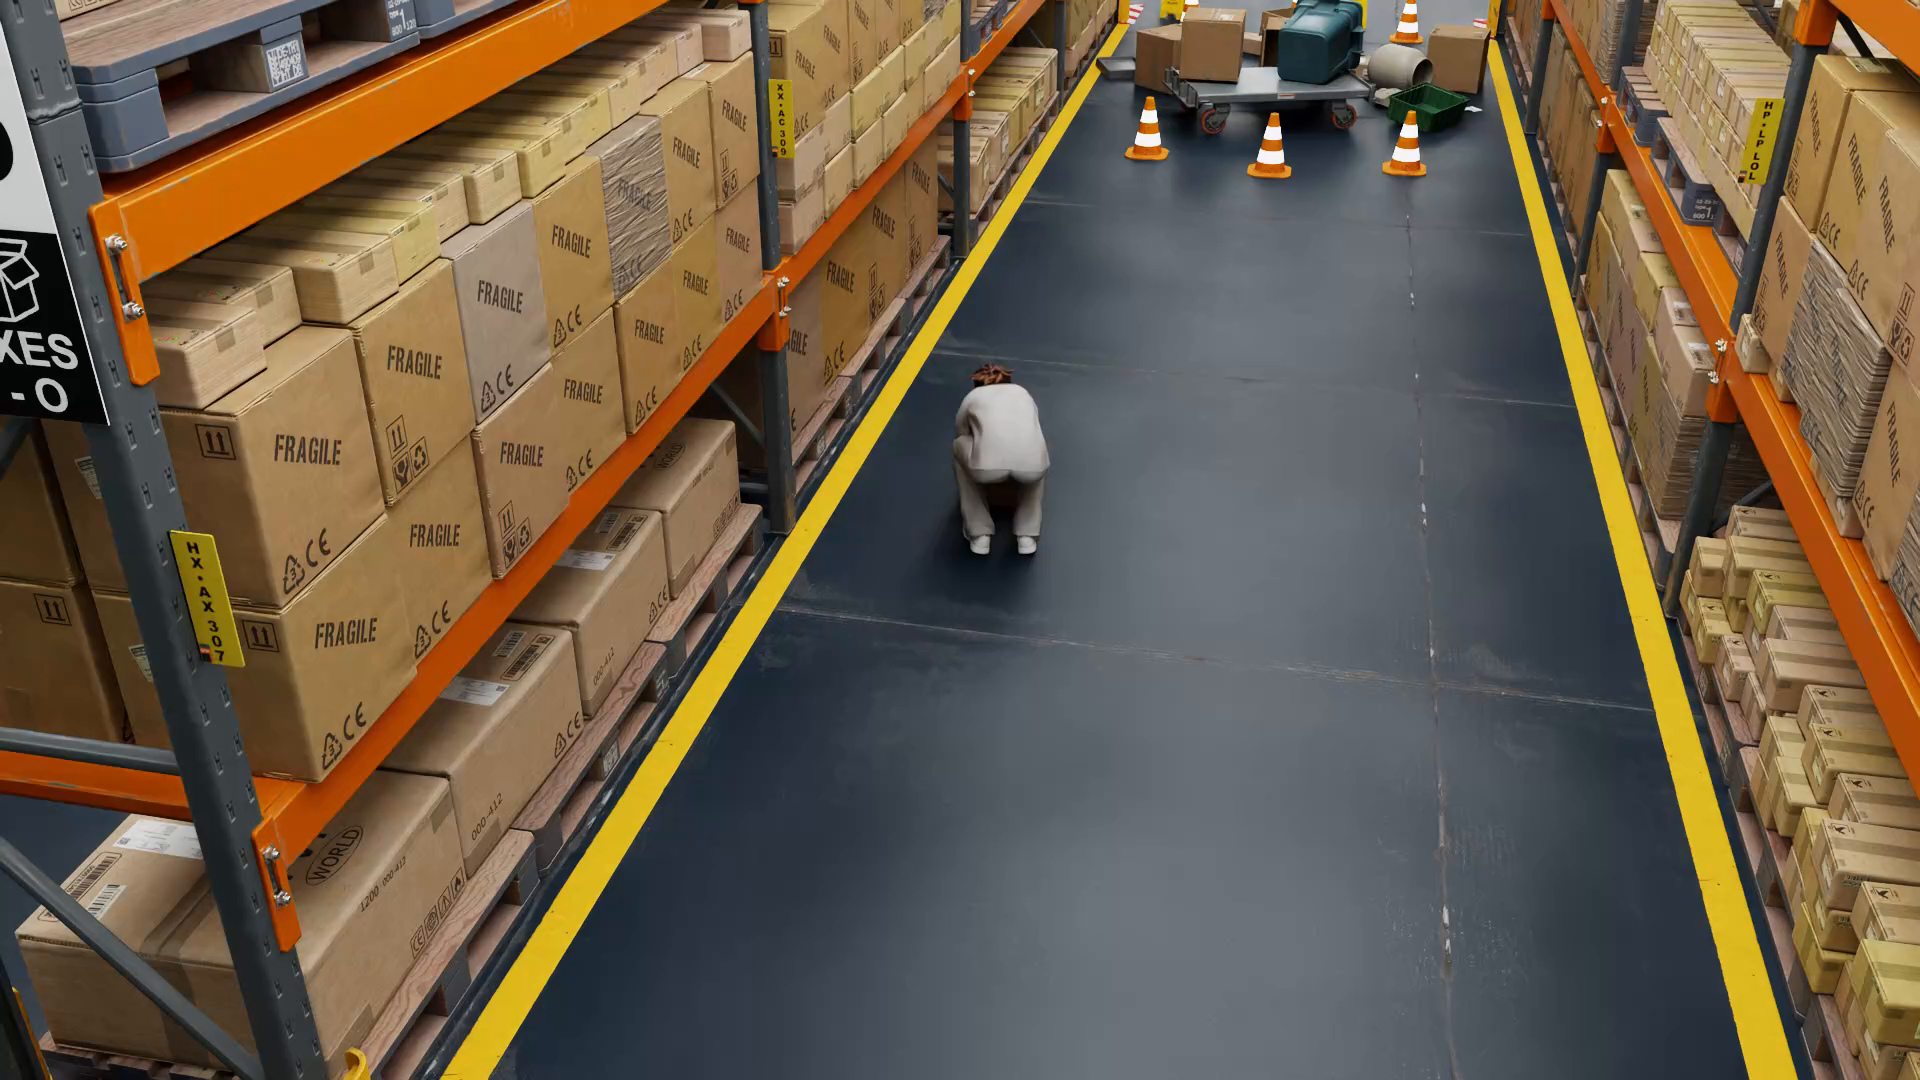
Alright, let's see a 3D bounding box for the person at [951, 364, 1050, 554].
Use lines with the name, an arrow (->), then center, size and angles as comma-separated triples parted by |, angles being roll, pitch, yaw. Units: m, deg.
person -> 0.189, -0.391, 7.816 | 0.457, 0.757, 0.876 | -1, 29, -2
